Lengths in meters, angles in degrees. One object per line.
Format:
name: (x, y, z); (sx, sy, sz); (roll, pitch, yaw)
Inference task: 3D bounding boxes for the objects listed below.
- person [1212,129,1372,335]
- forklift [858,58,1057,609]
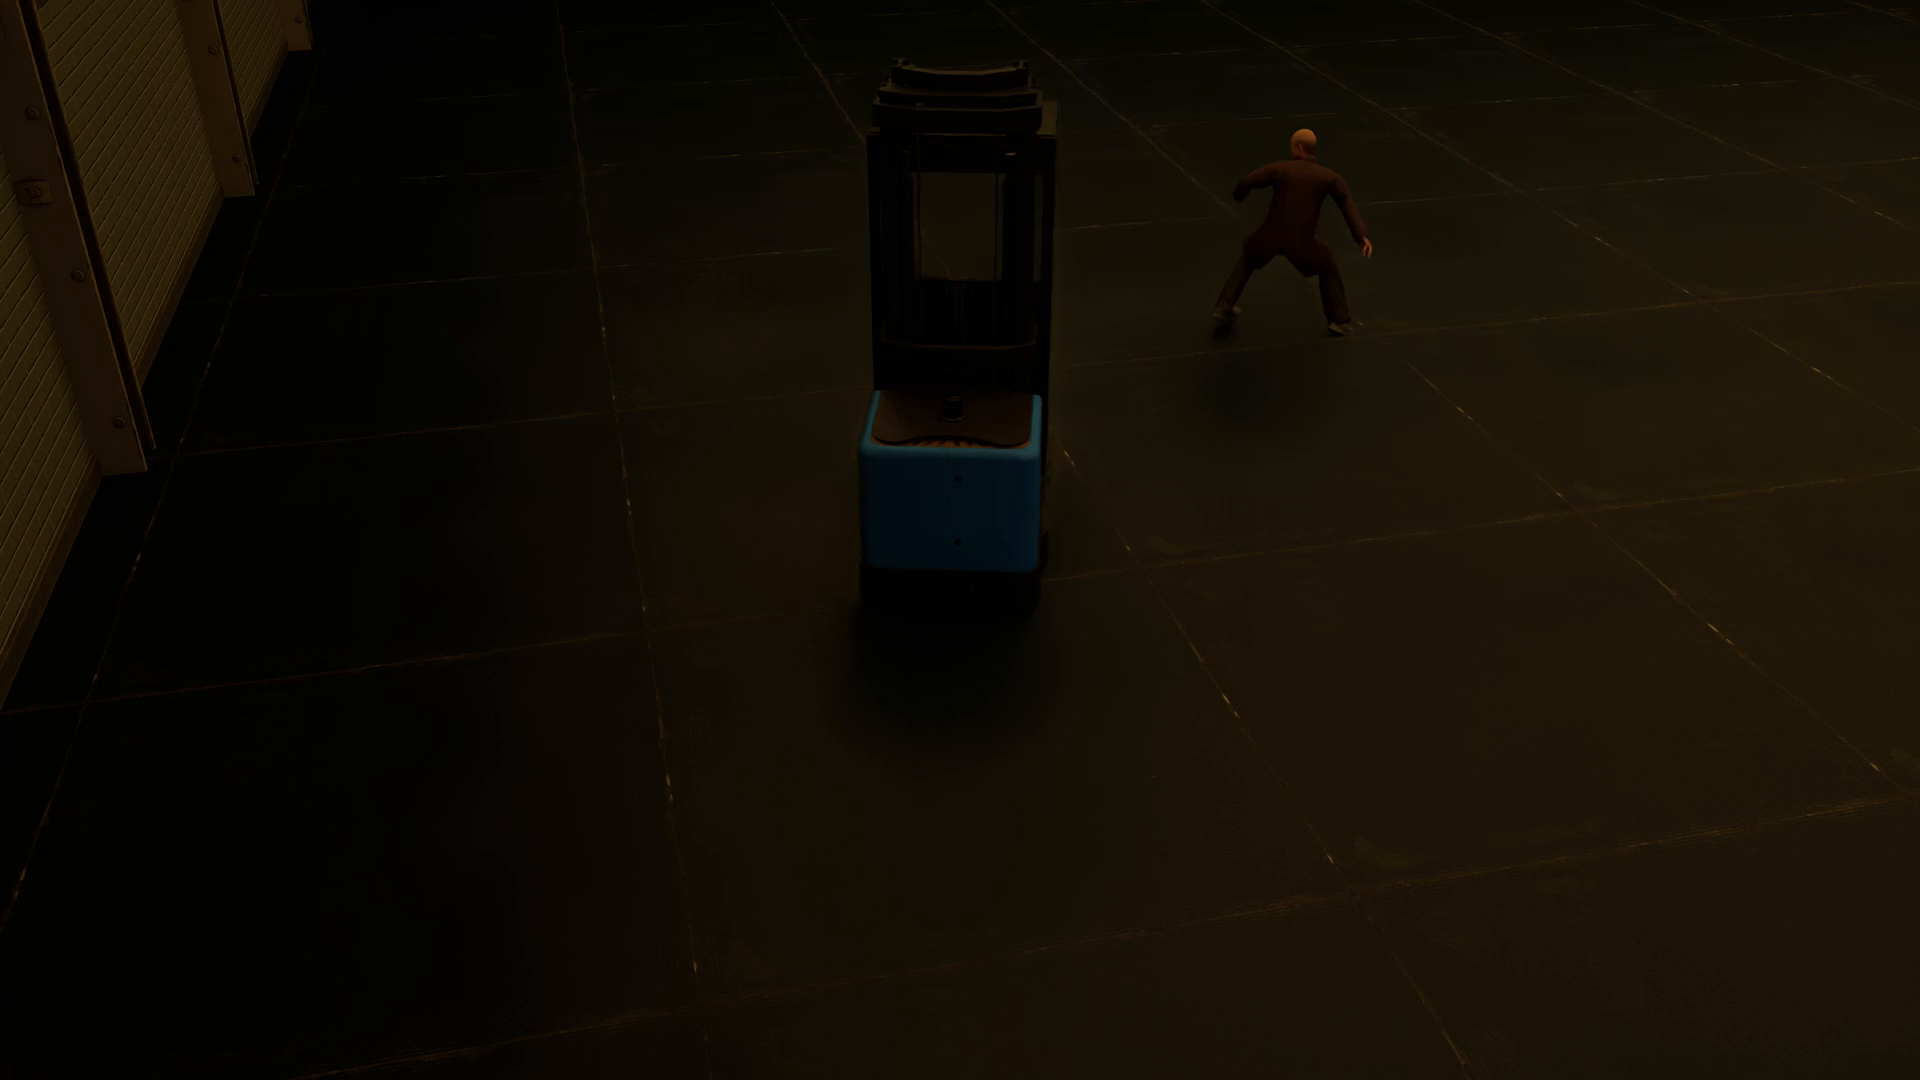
person: (2.656, -2.336, 13.020); (1.192, 1.713, 0.618); (12, 32, 20)
forklift: (0.024, -1.577, 10.299); (1.130, 2.935, 3.031); (2, 30, 3)
